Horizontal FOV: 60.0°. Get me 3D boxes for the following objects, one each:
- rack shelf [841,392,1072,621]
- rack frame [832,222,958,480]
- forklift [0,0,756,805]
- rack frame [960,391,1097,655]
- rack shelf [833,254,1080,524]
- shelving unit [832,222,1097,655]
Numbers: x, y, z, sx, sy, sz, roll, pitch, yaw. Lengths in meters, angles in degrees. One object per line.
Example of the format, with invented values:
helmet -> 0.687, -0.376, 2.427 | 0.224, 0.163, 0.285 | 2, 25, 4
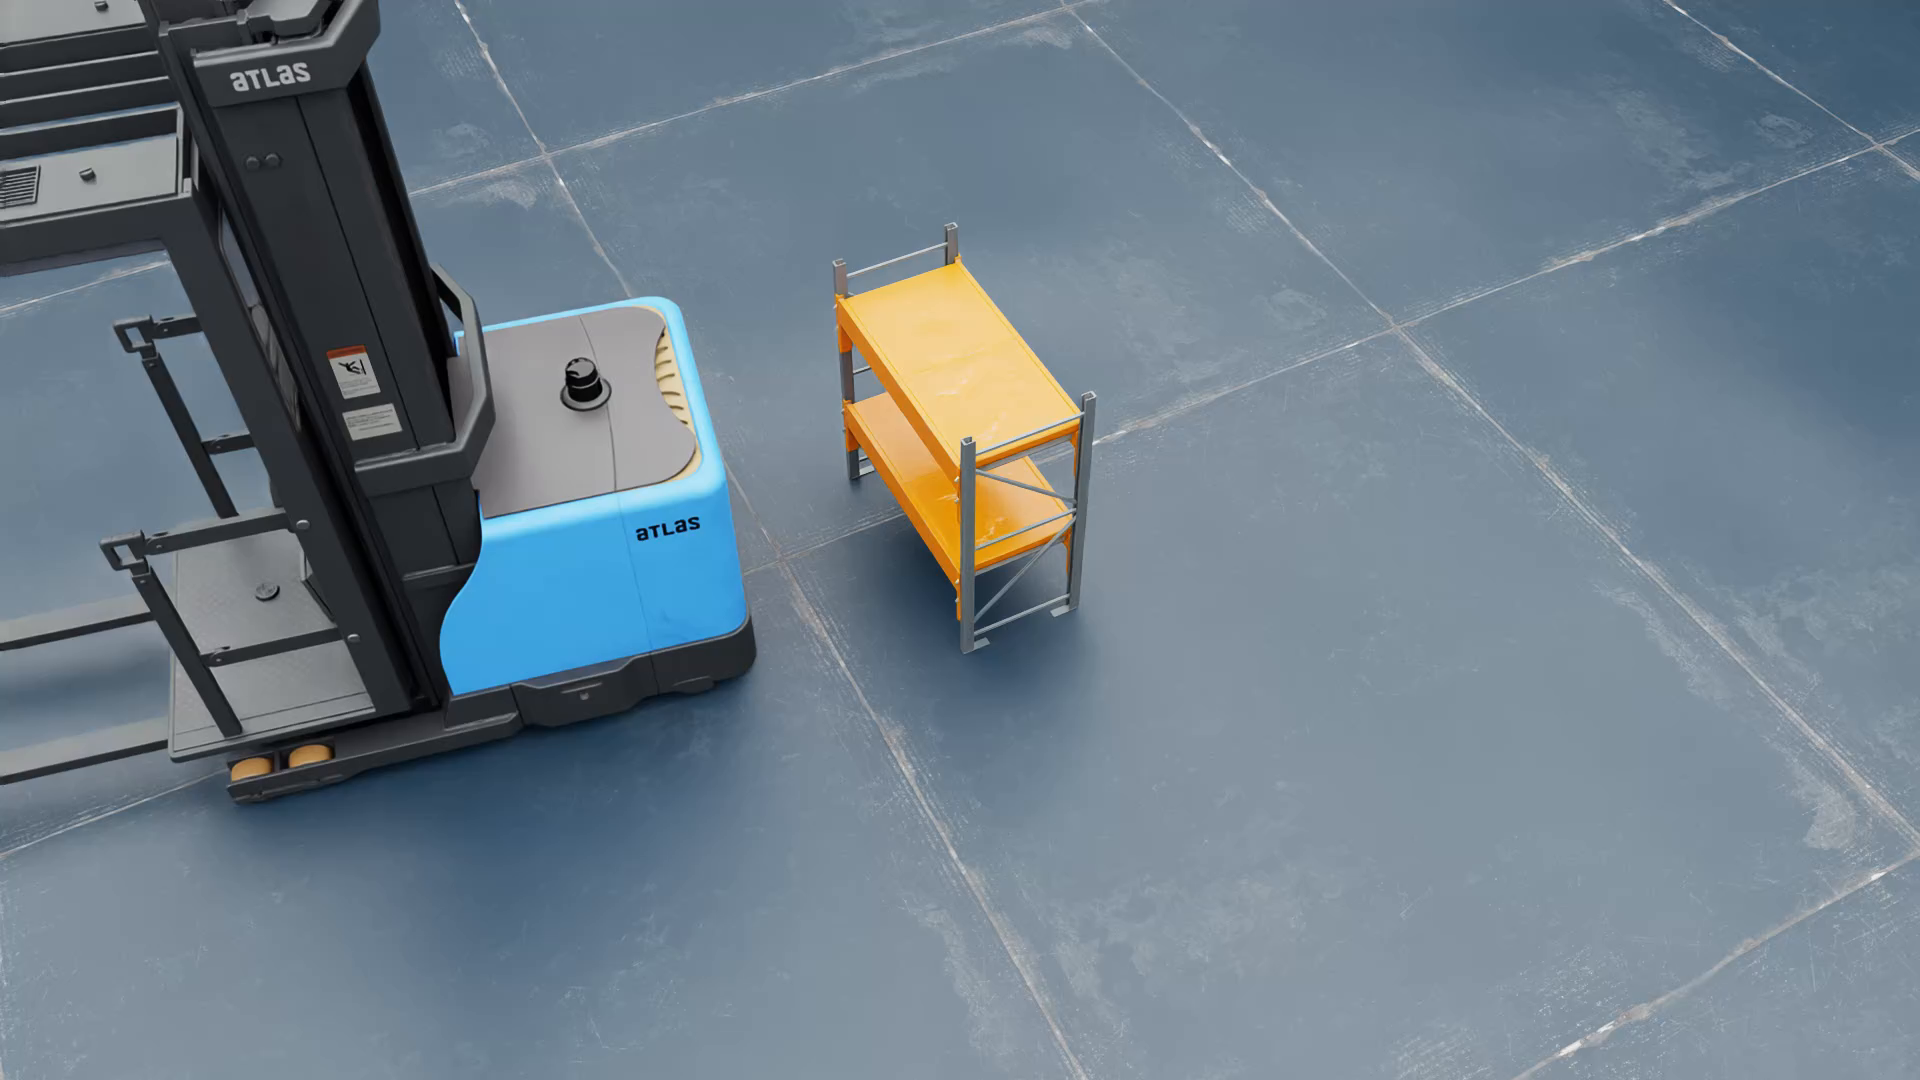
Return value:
rack shelf -> -0.003, -0.214, 6.407 | 0.538, 0.278, 1.000 | -21, 52, -18
rack frame -> -0.236, -0.715, 6.521 | 0.500, 1.125, 0.032 | -21, 52, -18
forklift -> -2.332, -0.494, 5.128 | 3.031, 2.935, 1.130 | -12, 50, -11
rack frame -> 0.230, -0.035, 5.926 | 0.500, 1.125, 0.032 | -21, 52, -18
rack shelf -> -0.003, -0.568, 6.003 | 0.538, 0.278, 1.000 | -21, 52, -18
shelving unit -> -0.003, -0.375, 6.223 | 0.538, 1.125, 1.048 | -21, 52, -18
